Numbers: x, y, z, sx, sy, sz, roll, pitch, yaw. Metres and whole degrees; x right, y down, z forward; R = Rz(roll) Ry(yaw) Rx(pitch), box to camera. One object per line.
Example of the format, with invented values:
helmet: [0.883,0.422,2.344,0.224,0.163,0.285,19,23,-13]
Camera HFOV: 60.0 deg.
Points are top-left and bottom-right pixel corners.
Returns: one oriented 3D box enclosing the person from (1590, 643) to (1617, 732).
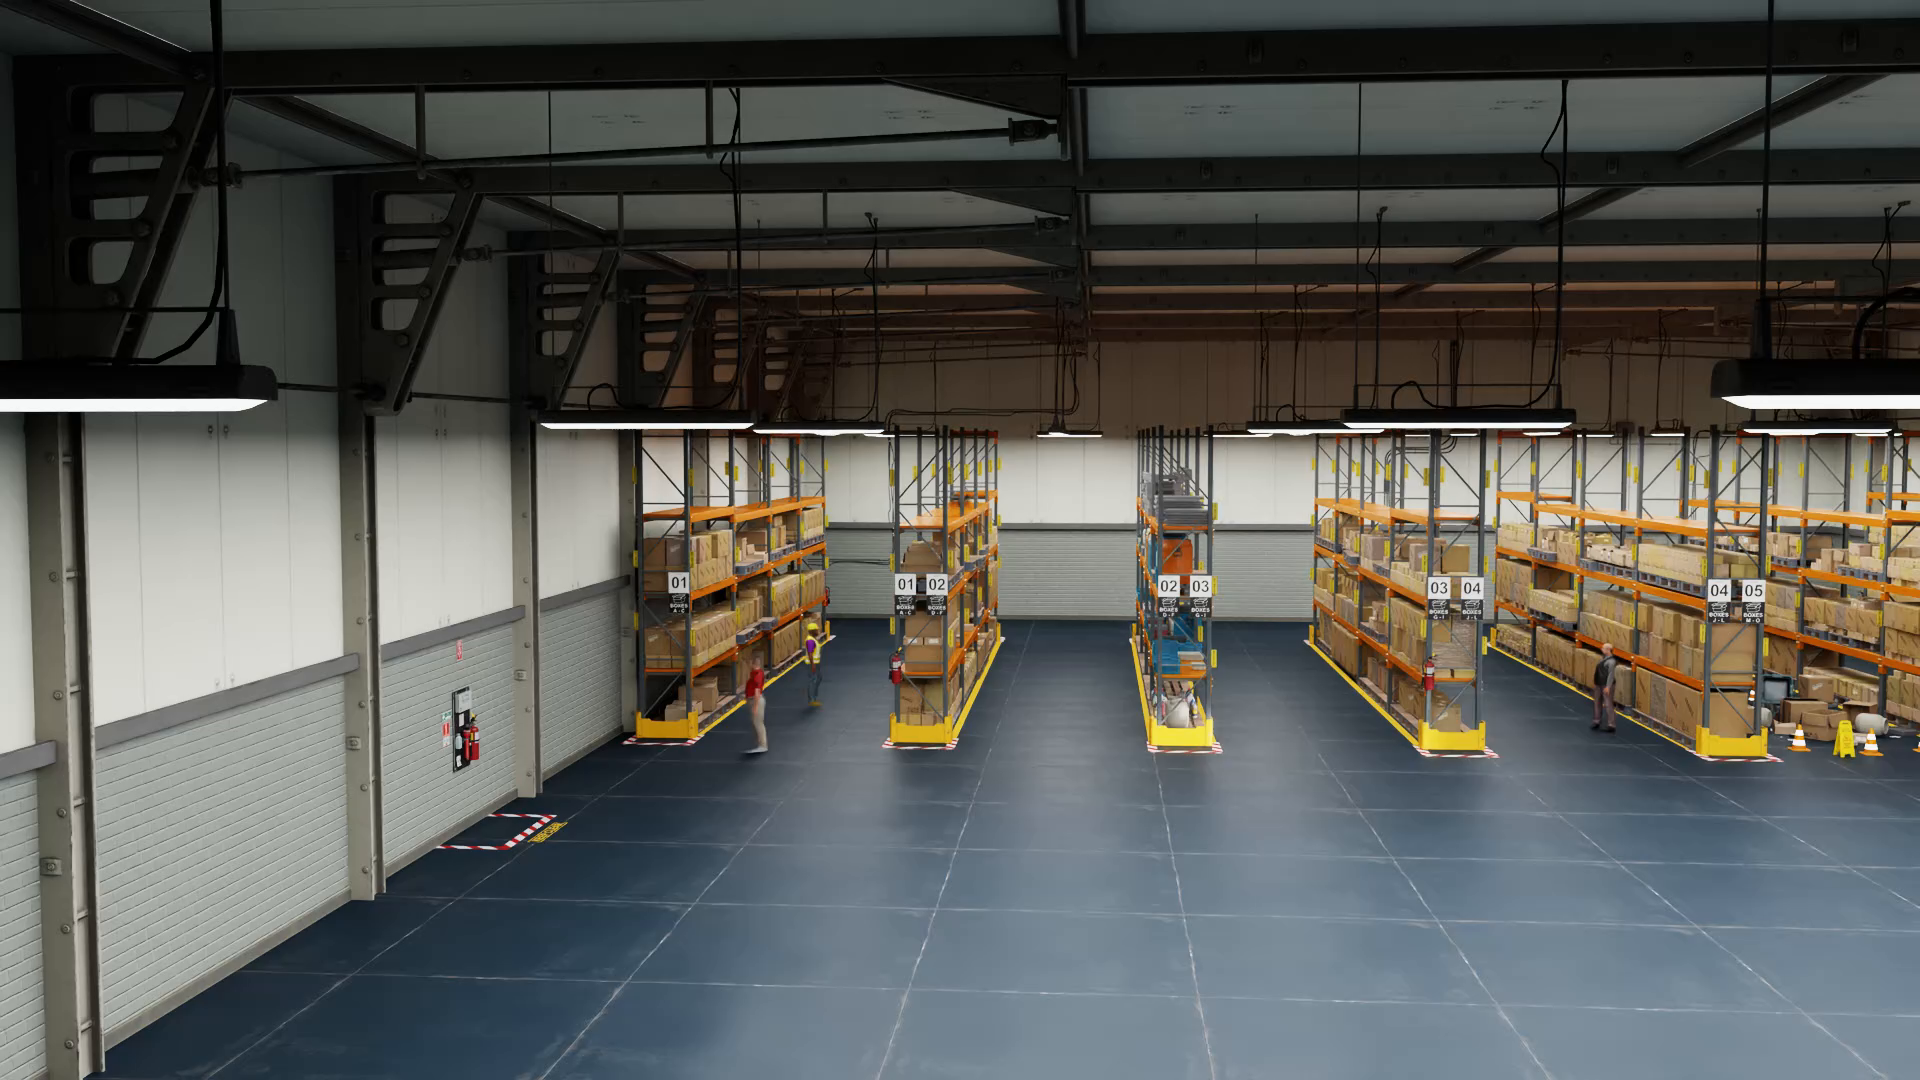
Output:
person: [12.709,2.892,32.801,0.447,1.714,0.580,-1,4,-13]

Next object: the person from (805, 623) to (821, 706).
person: [-3.160,2.721,35.924,0.395,1.848,0.636,0,3,6]

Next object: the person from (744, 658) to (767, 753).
person: [-3.752,3.038,30.502,0.404,1.771,0.665,-1,3,-11]
